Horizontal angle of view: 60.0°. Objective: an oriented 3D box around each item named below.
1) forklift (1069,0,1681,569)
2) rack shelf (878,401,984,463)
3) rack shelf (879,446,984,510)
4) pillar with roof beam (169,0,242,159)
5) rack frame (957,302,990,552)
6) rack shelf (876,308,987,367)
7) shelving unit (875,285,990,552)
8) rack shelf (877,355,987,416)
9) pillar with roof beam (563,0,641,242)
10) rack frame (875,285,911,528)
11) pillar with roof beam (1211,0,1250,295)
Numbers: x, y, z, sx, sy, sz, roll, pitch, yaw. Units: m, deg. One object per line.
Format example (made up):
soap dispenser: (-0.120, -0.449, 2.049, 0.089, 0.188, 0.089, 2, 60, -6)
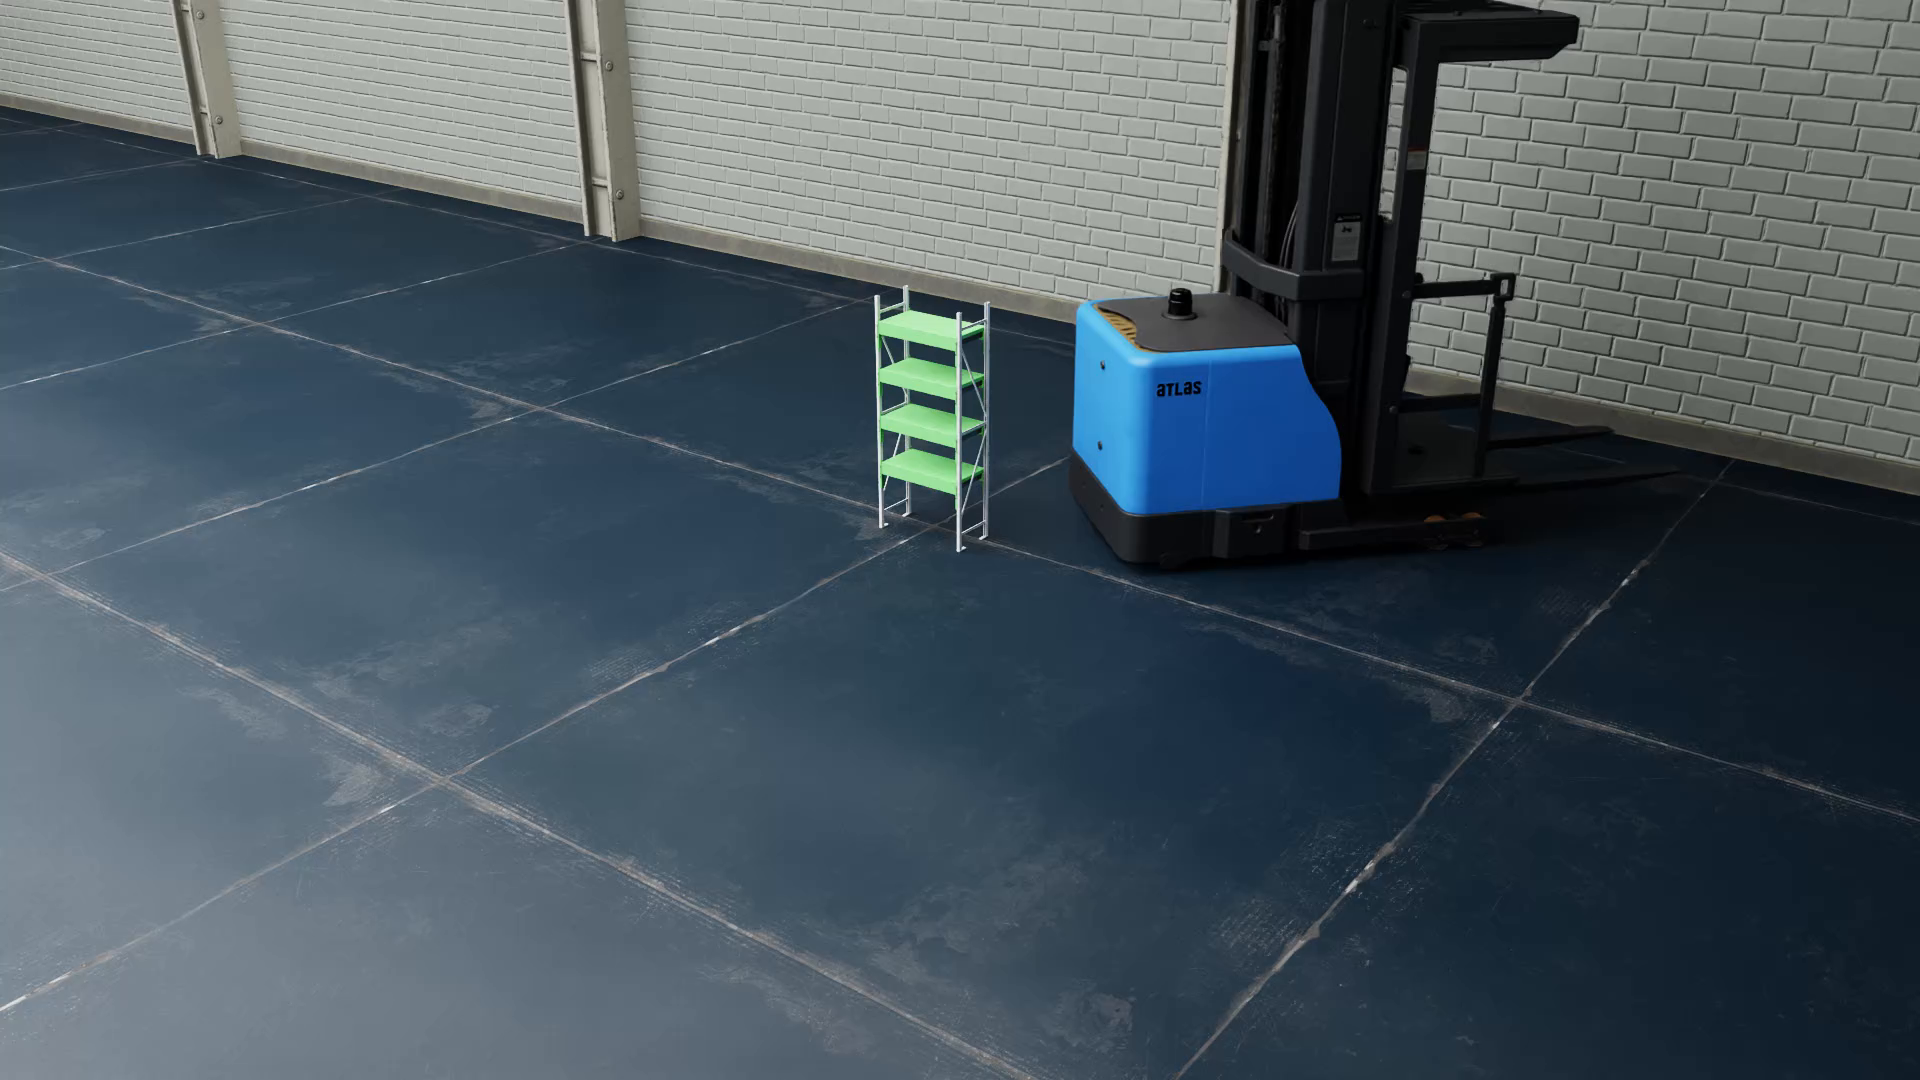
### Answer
forklift: (2.139, -1.494, 8.006, 3.031, 2.935, 1.130, -5, 24, -11)
rack shelf: (-0.132, -0.531, 8.125, 0.480, 0.148, 0.258, 17, 29, 33)
rack shelf: (-0.132, -0.311, 8.221, 0.480, 0.148, 0.258, 17, 29, 33)
pillar with roof beam: (-10.326, -6.773, 12.461, 0.400, 9.000, 9.100, 17, 29, 33)
rack frame: (0.063, -0.530, 7.965, 0.015, 1.200, 0.240, 17, 29, 33)
rack shelf: (-0.132, -0.970, 7.931, 0.480, 0.148, 0.258, 17, 29, 33)
shelving unit: (-0.132, -0.589, 8.099, 0.503, 1.200, 0.258, 17, 29, 33)
rack shelf: (-0.132, -0.750, 8.028, 0.480, 0.148, 0.258, 17, 29, 33)
pillar with roof beam: (-5.525, -5.322, 9.168, 0.400, 9.000, 9.100, 17, 29, 33)
rack frame: (-0.328, -0.648, 8.233, 0.015, 1.200, 0.240, 17, 29, 33)
pillar with roof beam: (-0.724, -3.871, 5.875, 0.400, 9.000, 9.100, 17, 29, 33)
